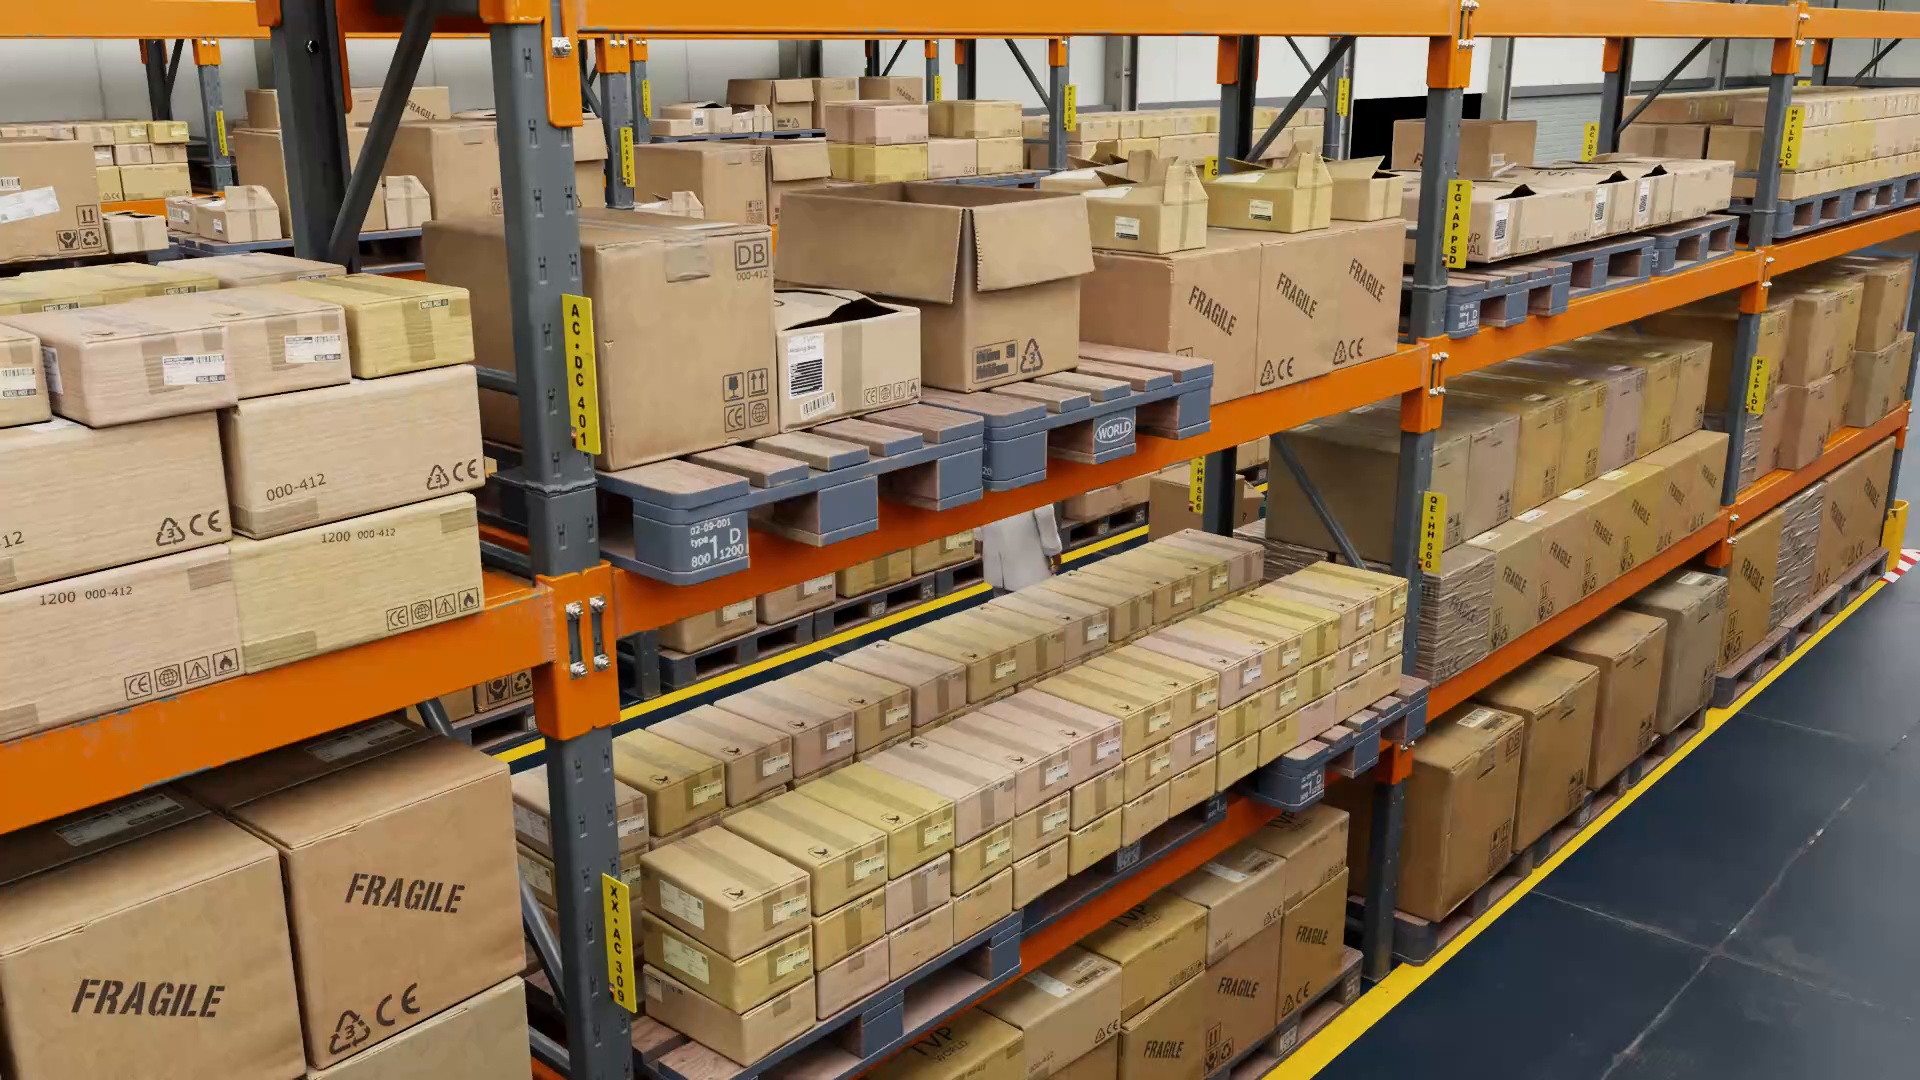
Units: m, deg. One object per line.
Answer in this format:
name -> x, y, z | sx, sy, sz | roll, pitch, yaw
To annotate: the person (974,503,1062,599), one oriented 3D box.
person -> 0.353, 0.043, 10.425 | 0.654, 1.774, 0.422 | 13, 21, 37
